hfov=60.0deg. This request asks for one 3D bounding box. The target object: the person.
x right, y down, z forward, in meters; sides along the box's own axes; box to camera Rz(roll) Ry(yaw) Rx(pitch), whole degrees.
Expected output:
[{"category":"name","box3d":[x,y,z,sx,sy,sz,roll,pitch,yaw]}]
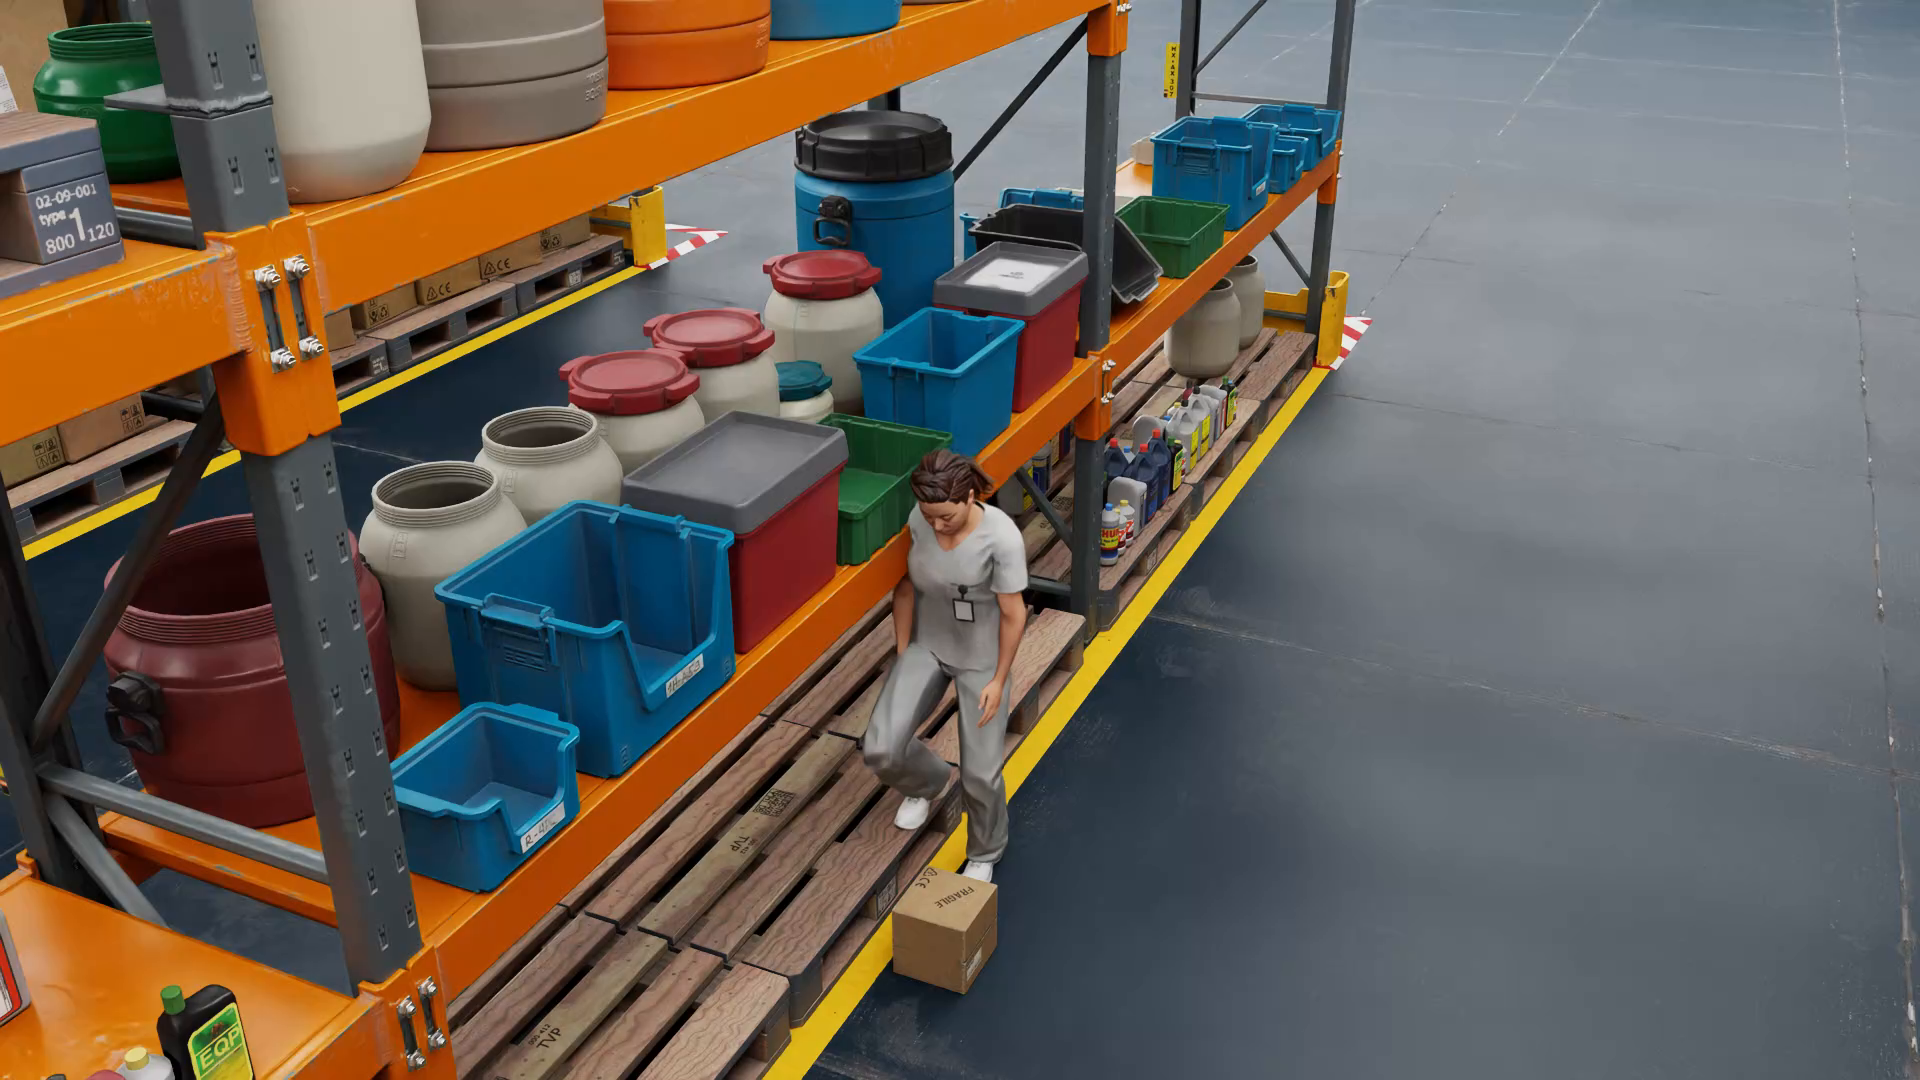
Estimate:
[{"category":"person","box3d":[-0.023,0.426,5.340,0.464,1.606,0.490,12,29,23]}]
